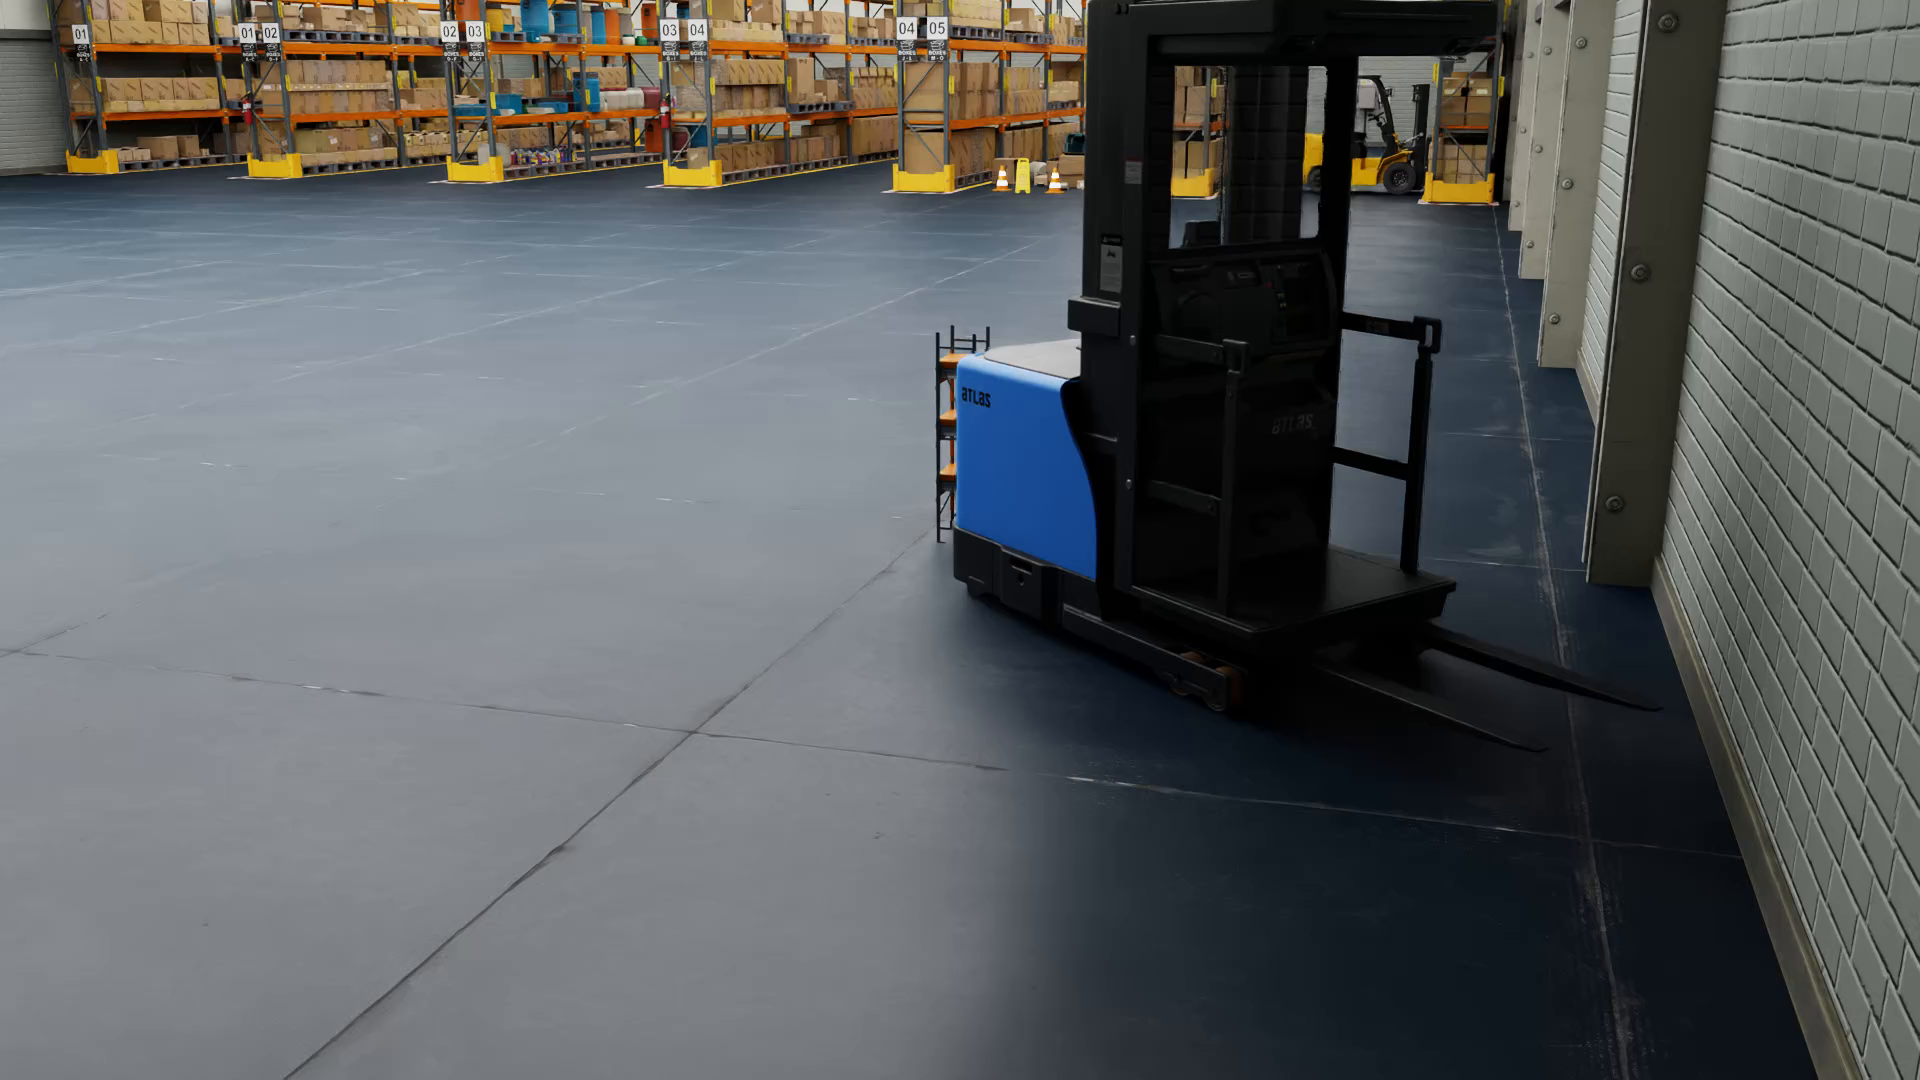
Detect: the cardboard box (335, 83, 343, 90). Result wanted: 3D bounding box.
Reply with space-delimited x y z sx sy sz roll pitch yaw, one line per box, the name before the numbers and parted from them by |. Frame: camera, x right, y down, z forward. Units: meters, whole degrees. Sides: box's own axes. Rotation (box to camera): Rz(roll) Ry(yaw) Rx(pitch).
cardboard box | -14.161 -10.223 37.502 0.380 0.149 0.250 5 17 16

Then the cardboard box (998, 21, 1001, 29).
cardboard box | 0.647 -10.693 34.543 0.380 0.149 0.250 5 16 16

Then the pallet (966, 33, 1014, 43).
pallet | 0.657 -10.836 35.888 0.805 0.209 1.217 4 16 14

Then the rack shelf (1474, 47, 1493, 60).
rack shelf | 10.547 -10.120 34.332 1.077 0.370 4.000 5 16 16

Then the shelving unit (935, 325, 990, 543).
shelving unit | 0.015 -0.519 8.235 0.215 1.050 0.252 5 16 16

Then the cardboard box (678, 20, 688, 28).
cardboard box | -5.640 -10.265 33.070 0.380 0.149 0.250 5 16 16

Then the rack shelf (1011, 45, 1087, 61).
rack shelf | 2.149 -11.908 40.635 1.077 0.370 4.000 5 16 16

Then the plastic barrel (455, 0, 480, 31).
plastic barrel | -10.152 -10.978 34.484 0.600 0.830 0.708 5 16 16

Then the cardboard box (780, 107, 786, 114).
cardboard box | -4.062 -9.452 36.617 0.380 0.149 0.250 5 16 16

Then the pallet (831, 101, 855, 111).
pallet | -3.246 -10.411 39.891 1.213 0.211 1.003 5 16 16

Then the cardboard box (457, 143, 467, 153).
cardboard box | -12.847 -9.924 42.089 0.500 0.250 0.500 5 17 17

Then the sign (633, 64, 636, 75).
sign | -9.843 -14.221 50.270 0.100 0.325 0.005 5 16 16

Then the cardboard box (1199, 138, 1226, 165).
cardboard box | 4.877 -7.541 32.312 0.500 0.500 0.500 5 17 17

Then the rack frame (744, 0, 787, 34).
rack frame | -4.283 -12.538 36.043 1.000 3.000 0.127 5 16 16

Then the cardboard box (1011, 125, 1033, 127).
cardboard box | 1.524 -9.847 39.986 0.500 0.250 0.500 4 16 15

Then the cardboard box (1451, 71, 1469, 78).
cardboard box | 12.576 -11.580 42.016 0.500 0.500 0.500 5 17 17

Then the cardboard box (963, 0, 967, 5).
cardboard box | -0.076 -10.412 32.088 0.380 0.149 0.250 5 17 16

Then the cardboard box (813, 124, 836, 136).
cardboard box | -3.308 -9.891 40.103 0.500 0.250 0.500 5 17 18

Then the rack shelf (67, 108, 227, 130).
rack shelf | -19.098 -9.935 39.177 1.077 0.370 4.000 5 16 16

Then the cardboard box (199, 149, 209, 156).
cardboard box | -18.653 -9.511 40.749 0.380 0.166 0.250 2 16 9

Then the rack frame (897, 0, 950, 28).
rack frame | -0.693 -11.081 30.904 1.000 3.000 0.127 5 16 16

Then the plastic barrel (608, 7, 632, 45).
plastic barrel | -8.336 -12.569 40.729 0.600 0.901 0.600 0 16 0

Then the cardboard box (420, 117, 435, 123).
cardboard box | -15.955 -12.581 49.810 0.380 0.149 0.250 4 16 14

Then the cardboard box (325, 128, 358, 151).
cardboard box | -14.122 -9.130 37.916 0.500 0.500 0.500 5 16 16

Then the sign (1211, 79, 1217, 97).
sign | 4.602 -8.211 30.196 0.100 0.325 0.005 5 16 16

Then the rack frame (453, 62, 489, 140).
rack frame | -12.643 -11.468 43.263 1.000 3.000 0.127 5 16 16

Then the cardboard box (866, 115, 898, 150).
cardboard box | -2.172 -10.756 43.877 1.225 0.875 0.875 5 16 16

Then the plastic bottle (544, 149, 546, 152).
plastic bottle | -9.506 -8.797 38.018 0.061 0.283 0.133 5 16 16

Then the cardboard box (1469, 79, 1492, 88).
cardboard box | 9.142 -8.028 29.217 0.380 0.149 0.250 4 16 15

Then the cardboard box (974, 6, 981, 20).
cardboard box | 0.120 -10.461 32.994 0.500 0.250 0.500 5 16 16

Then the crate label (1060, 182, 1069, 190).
crate label | 1.970 -6.880 32.334 0.250 0.136 0.298 -4 16 -13

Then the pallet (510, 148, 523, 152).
pallet | -12.394 -10.318 44.321 1.003 0.211 1.213 5 16 16

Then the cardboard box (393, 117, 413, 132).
cardboard box | -16.317 -11.885 47.904 0.750 0.750 0.750 5 17 17

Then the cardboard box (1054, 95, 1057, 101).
cardboard box | 2.129 -10.681 40.182 0.380 0.149 0.250 5 17 18

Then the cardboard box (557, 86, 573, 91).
cardboard box | -11.100 -12.674 47.334 0.500 0.500 0.500 5 17 17

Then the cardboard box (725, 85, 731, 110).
cardboard box | -5.210 -9.079 34.111 0.875 0.500 0.500 5 16 16

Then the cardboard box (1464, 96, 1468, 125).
cardboard box | 9.376 -7.747 29.963 0.500 0.500 0.500 5 17 18

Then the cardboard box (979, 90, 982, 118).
cardboard box | -0.050 -8.938 34.069 0.875 0.550 0.550 5 16 16

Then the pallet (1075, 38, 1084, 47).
pallet | 2.440 -12.533 41.867 1.213 0.211 1.003 5 16 16

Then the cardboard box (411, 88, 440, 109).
cardboard box | -13.254 -10.938 41.211 0.500 0.500 0.500 5 16 16

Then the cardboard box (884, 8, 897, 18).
cardboard box | -1.736 -14.093 44.510 0.500 0.250 0.500 4 16 12

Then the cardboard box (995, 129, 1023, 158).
cardboard box | 0.812 -8.782 37.148 1.050 0.750 0.750 5 16 16

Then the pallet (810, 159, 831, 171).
pallet | -3.718 -8.834 39.089 1.003 0.211 1.213 5 16 16

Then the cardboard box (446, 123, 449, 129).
cardboard box | -15.652 -12.350 50.184 0.700 0.500 0.500 5 17 17

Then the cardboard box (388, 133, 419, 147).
cardboard box | -13.423 -9.659 40.128 0.500 0.311 0.500 5 16 16

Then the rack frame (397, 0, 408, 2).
rack frame | -16.257 -15.783 47.484 1.000 3.000 0.127 5 16 16

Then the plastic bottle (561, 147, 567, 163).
plastic bottle | -8.993 -8.732 37.667 0.144 0.351 0.185 4 16 13

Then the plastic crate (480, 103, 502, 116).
plastic crate | -10.123 -9.242 35.687 0.499 0.251 0.408 5 16 16

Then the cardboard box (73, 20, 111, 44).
cardboard box | -19.332 -11.327 37.049 0.500 0.500 0.500 5 17 17

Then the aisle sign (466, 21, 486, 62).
aisle sign | -9.908 -10.199 34.025 0.394 0.787 0.004 5 16 16

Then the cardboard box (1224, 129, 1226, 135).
cardboard box | 6.631 -9.284 38.688 0.875 0.875 0.875 4 16 15

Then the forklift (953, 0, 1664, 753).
forklift | 1.219 -0.928 6.229 1.130 2.935 3.031 -11 19 -33
